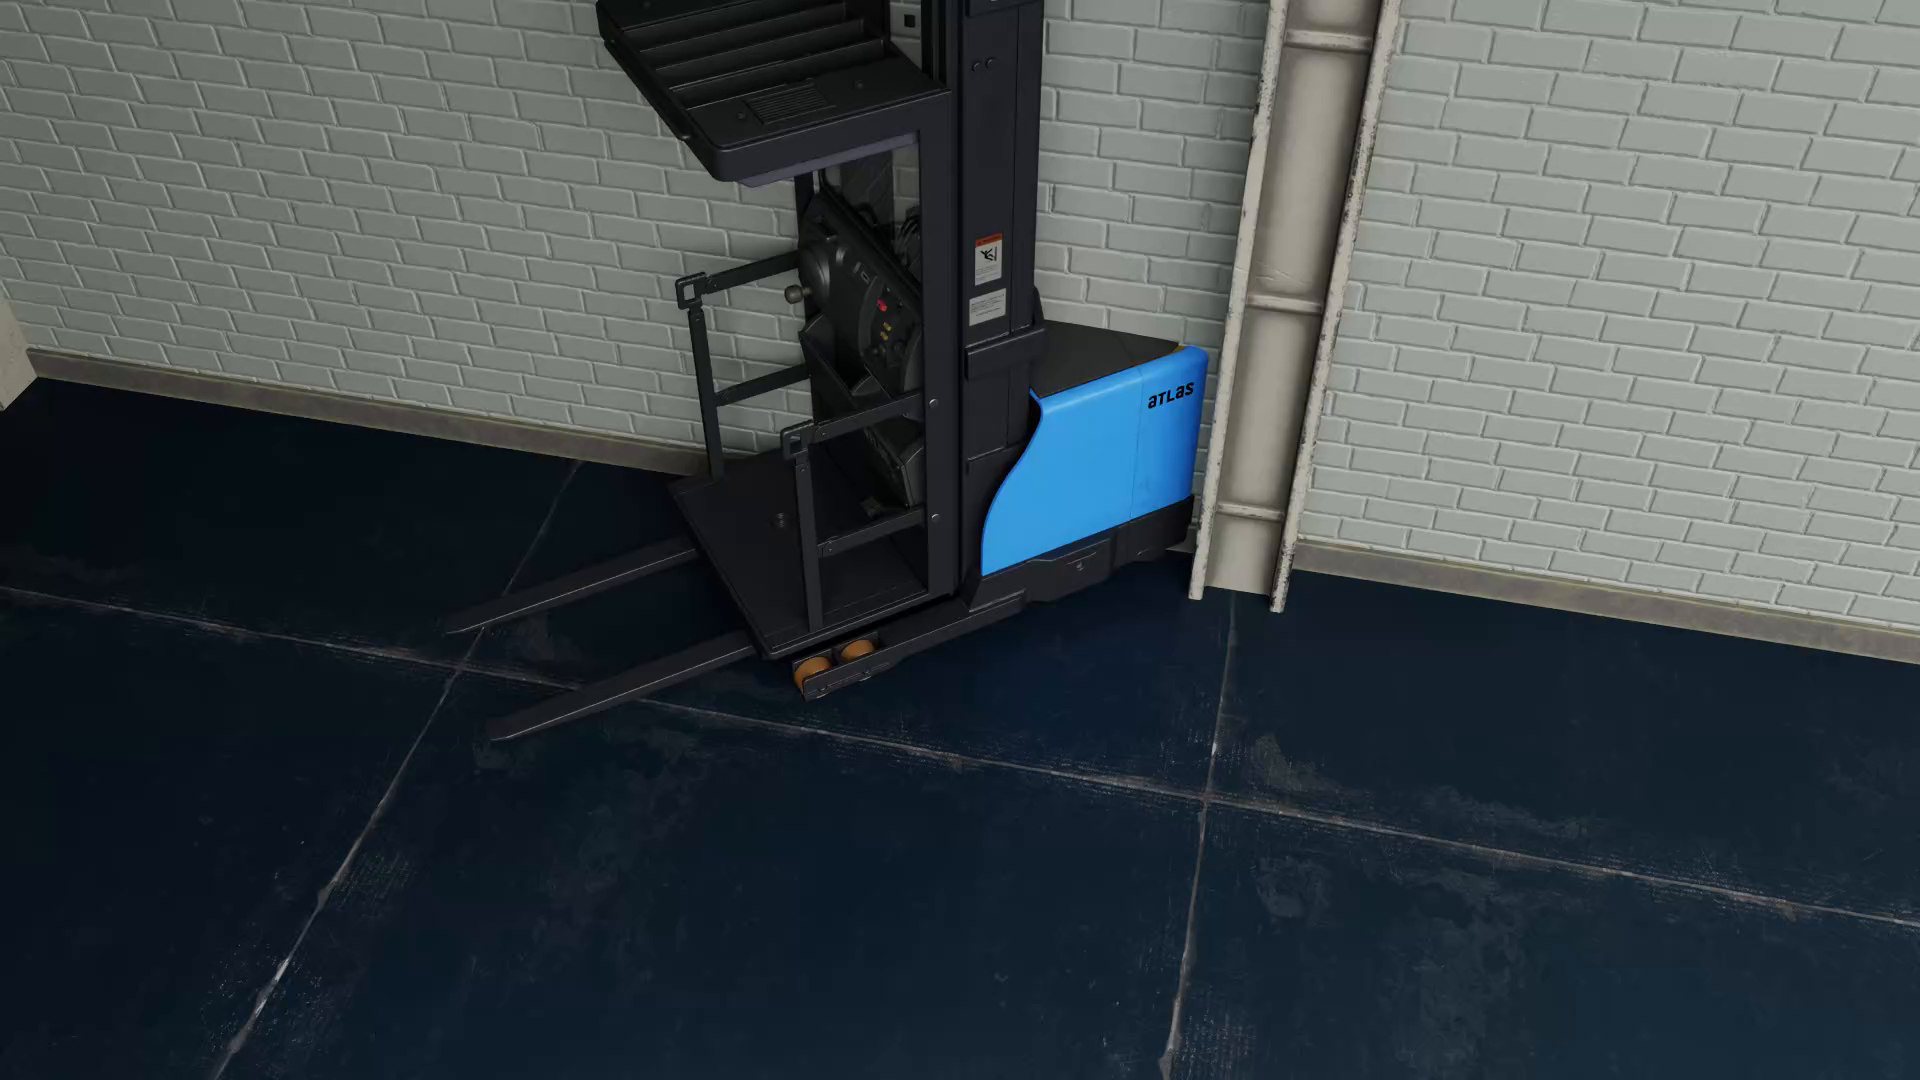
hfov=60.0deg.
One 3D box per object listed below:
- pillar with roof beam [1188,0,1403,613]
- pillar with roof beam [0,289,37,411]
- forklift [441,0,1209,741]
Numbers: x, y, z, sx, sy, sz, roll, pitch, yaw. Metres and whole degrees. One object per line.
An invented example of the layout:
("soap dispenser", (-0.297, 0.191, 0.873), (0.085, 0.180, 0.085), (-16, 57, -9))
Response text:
("pillar with roof beam", (0.239, -0.161, 0.888), (0.400, 9.000, 9.100), (9, 45, 9))
("pillar with roof beam", (-5.616, -1.069, 1.832), (0.400, 9.000, 9.100), (9, 45, 9))
("forklift", (-0.551, -0.853, 5.983), (3.031, 2.935, 1.130), (-20, 47, -20))
